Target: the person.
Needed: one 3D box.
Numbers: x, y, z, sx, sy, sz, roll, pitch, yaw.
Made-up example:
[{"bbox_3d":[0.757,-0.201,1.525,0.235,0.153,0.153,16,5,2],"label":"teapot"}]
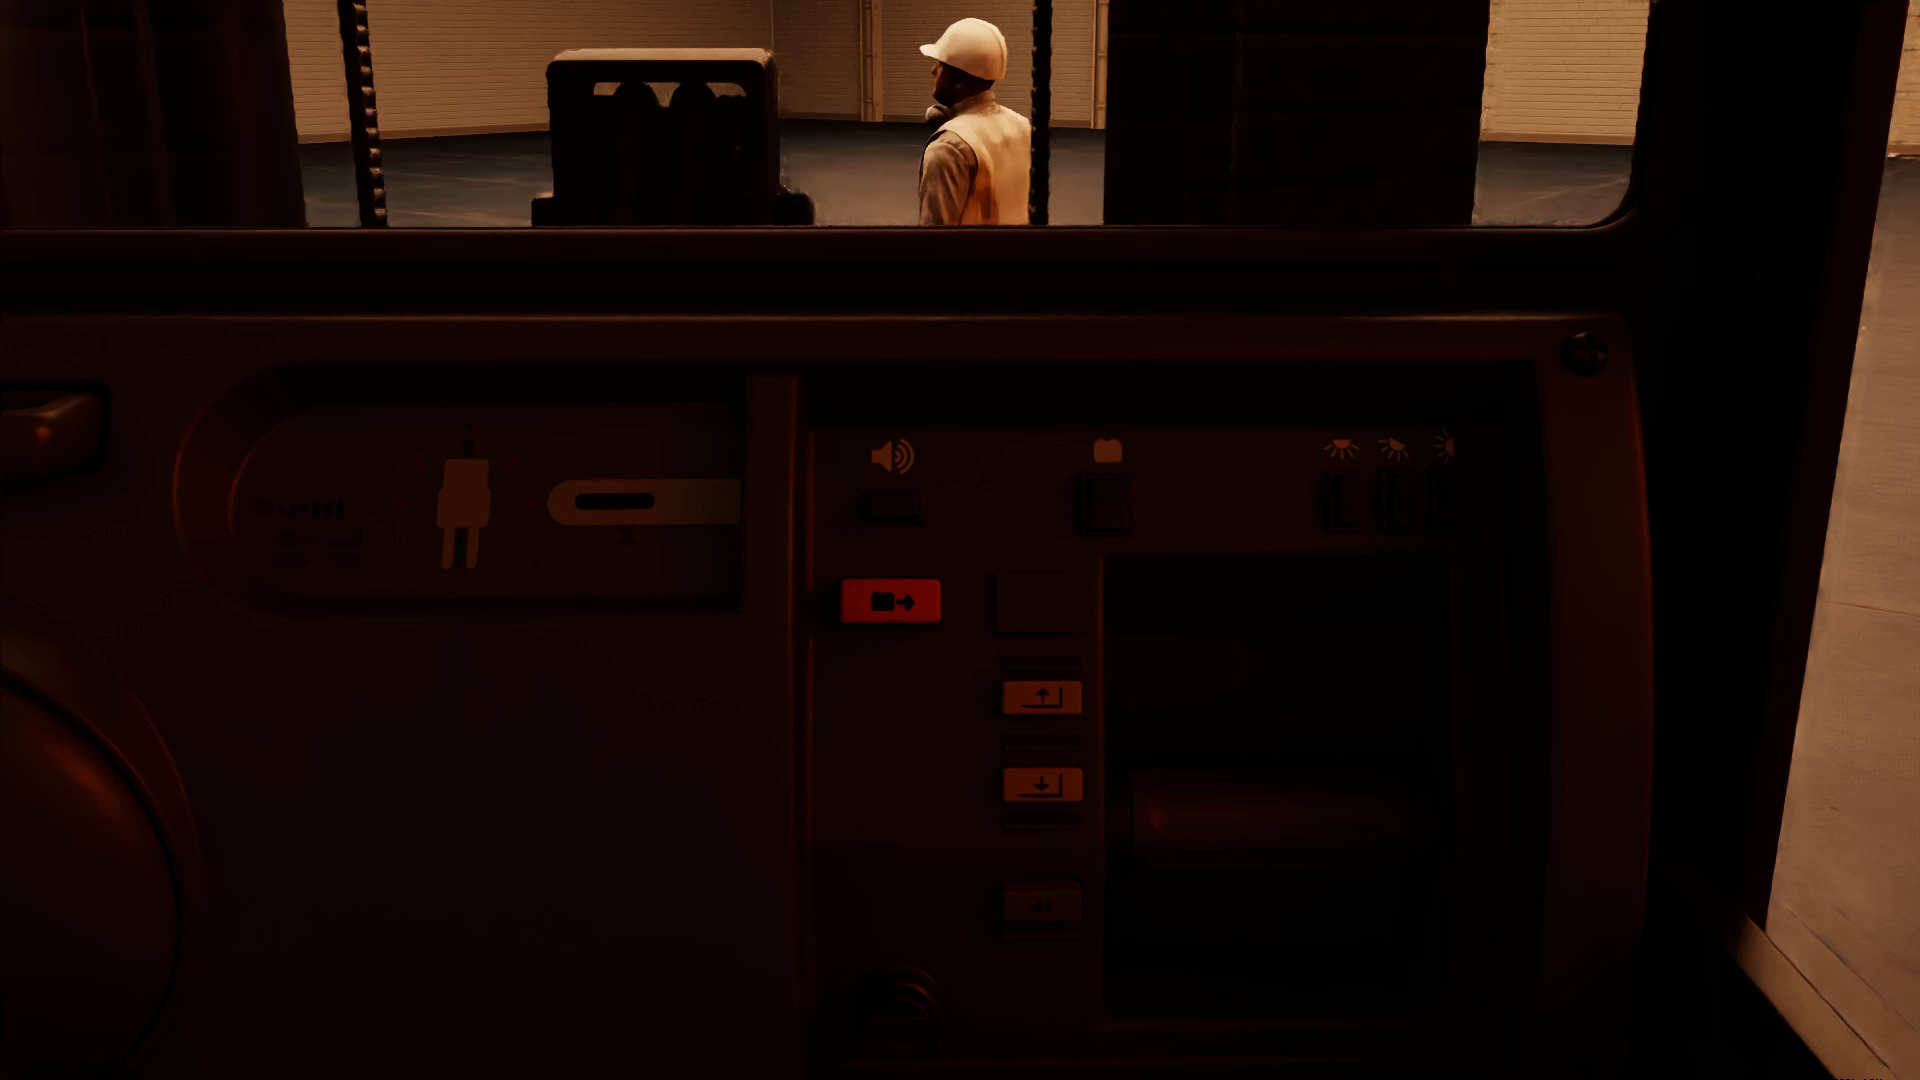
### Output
[{"bbox_3d":[-0.046,-0.869,5.732,0.568,1.773,0.632,11,20,33],"label":"person"}]
